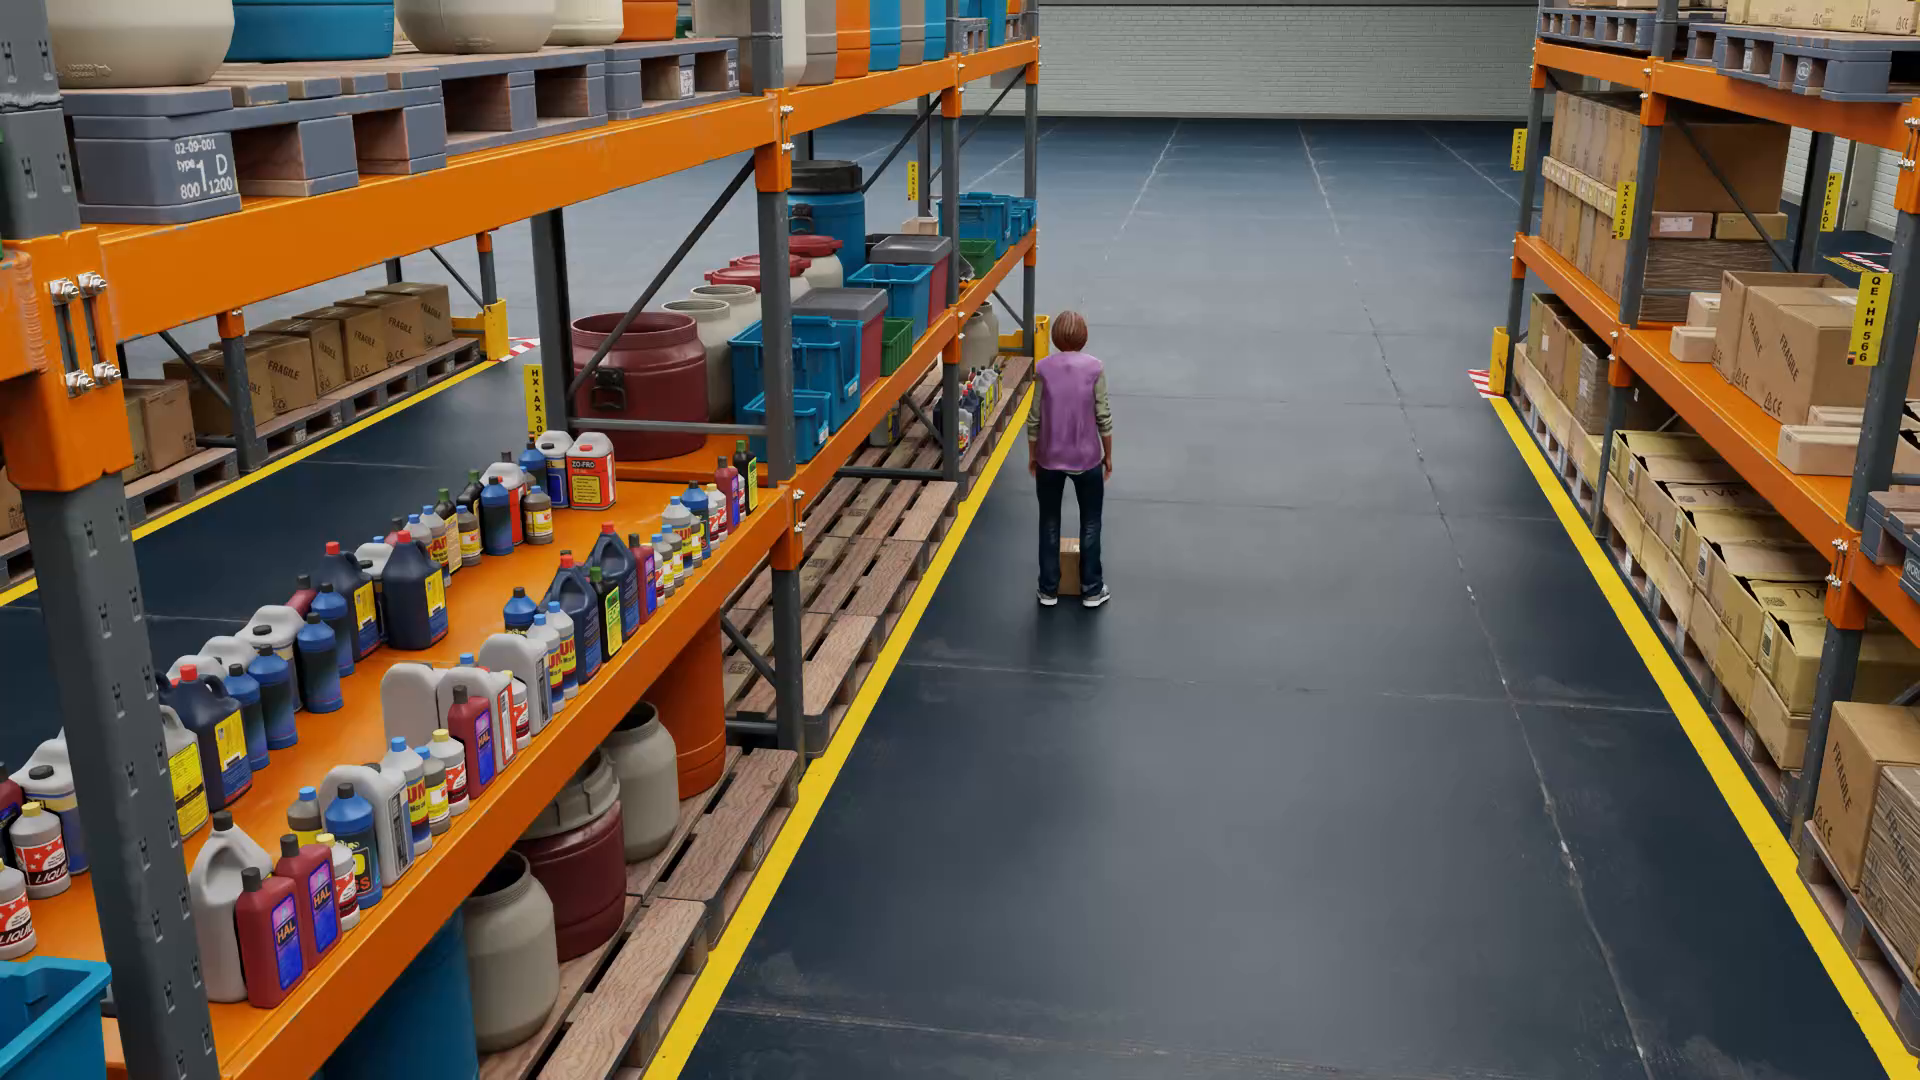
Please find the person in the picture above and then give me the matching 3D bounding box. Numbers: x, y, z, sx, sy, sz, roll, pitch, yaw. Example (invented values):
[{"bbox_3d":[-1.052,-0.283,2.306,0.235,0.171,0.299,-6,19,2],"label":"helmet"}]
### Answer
[{"bbox_3d":[0.581,-0.418,8.847,0.459,1.593,0.347,3,18,9],"label":"person"}]
